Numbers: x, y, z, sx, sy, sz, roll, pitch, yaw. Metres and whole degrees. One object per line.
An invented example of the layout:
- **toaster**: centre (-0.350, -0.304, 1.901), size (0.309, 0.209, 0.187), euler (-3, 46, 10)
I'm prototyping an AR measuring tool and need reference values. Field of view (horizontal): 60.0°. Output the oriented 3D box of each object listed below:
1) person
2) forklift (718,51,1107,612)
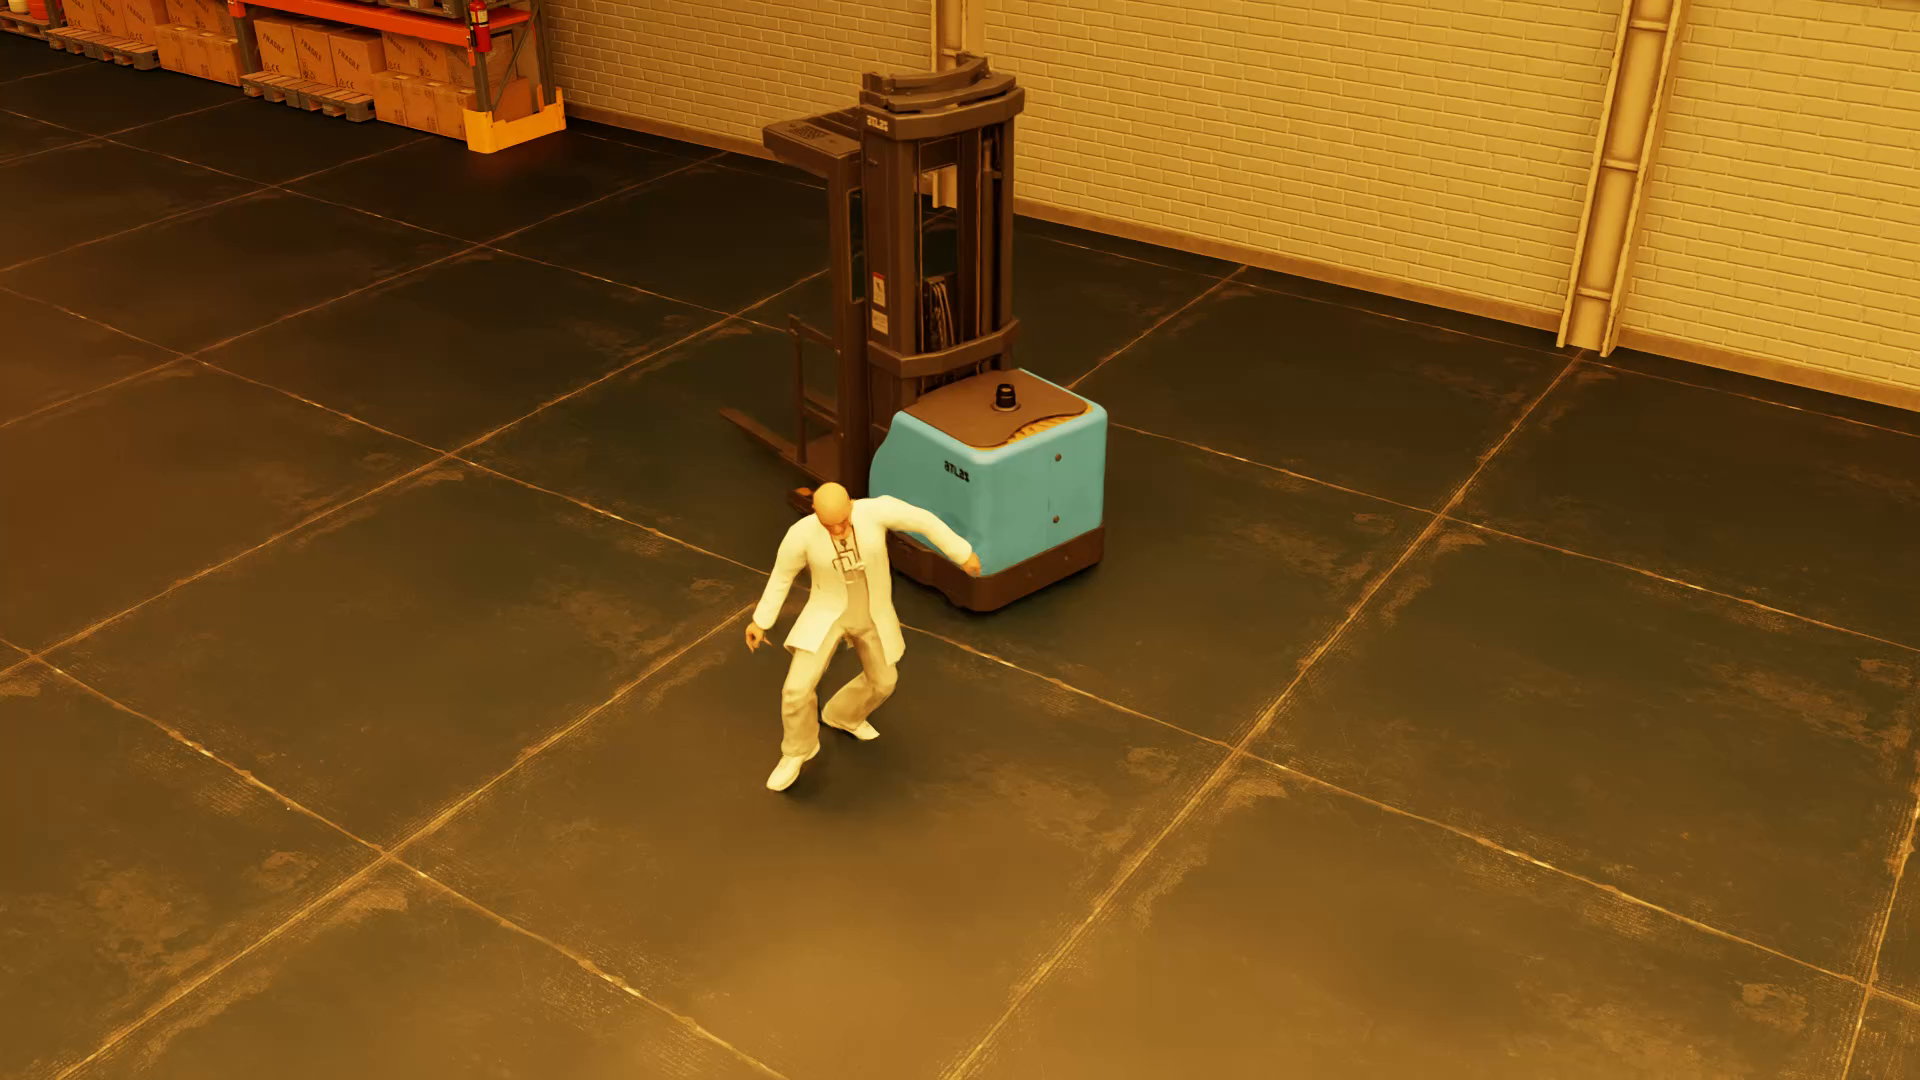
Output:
- **person**: centre (-0.470, 0.384, 8.269), size (1.193, 1.696, 0.596), euler (-9, 31, -16)
- **forklift**: centre (-0.460, -1.514, 10.189), size (1.130, 2.935, 3.031), euler (-23, 37, -34)
